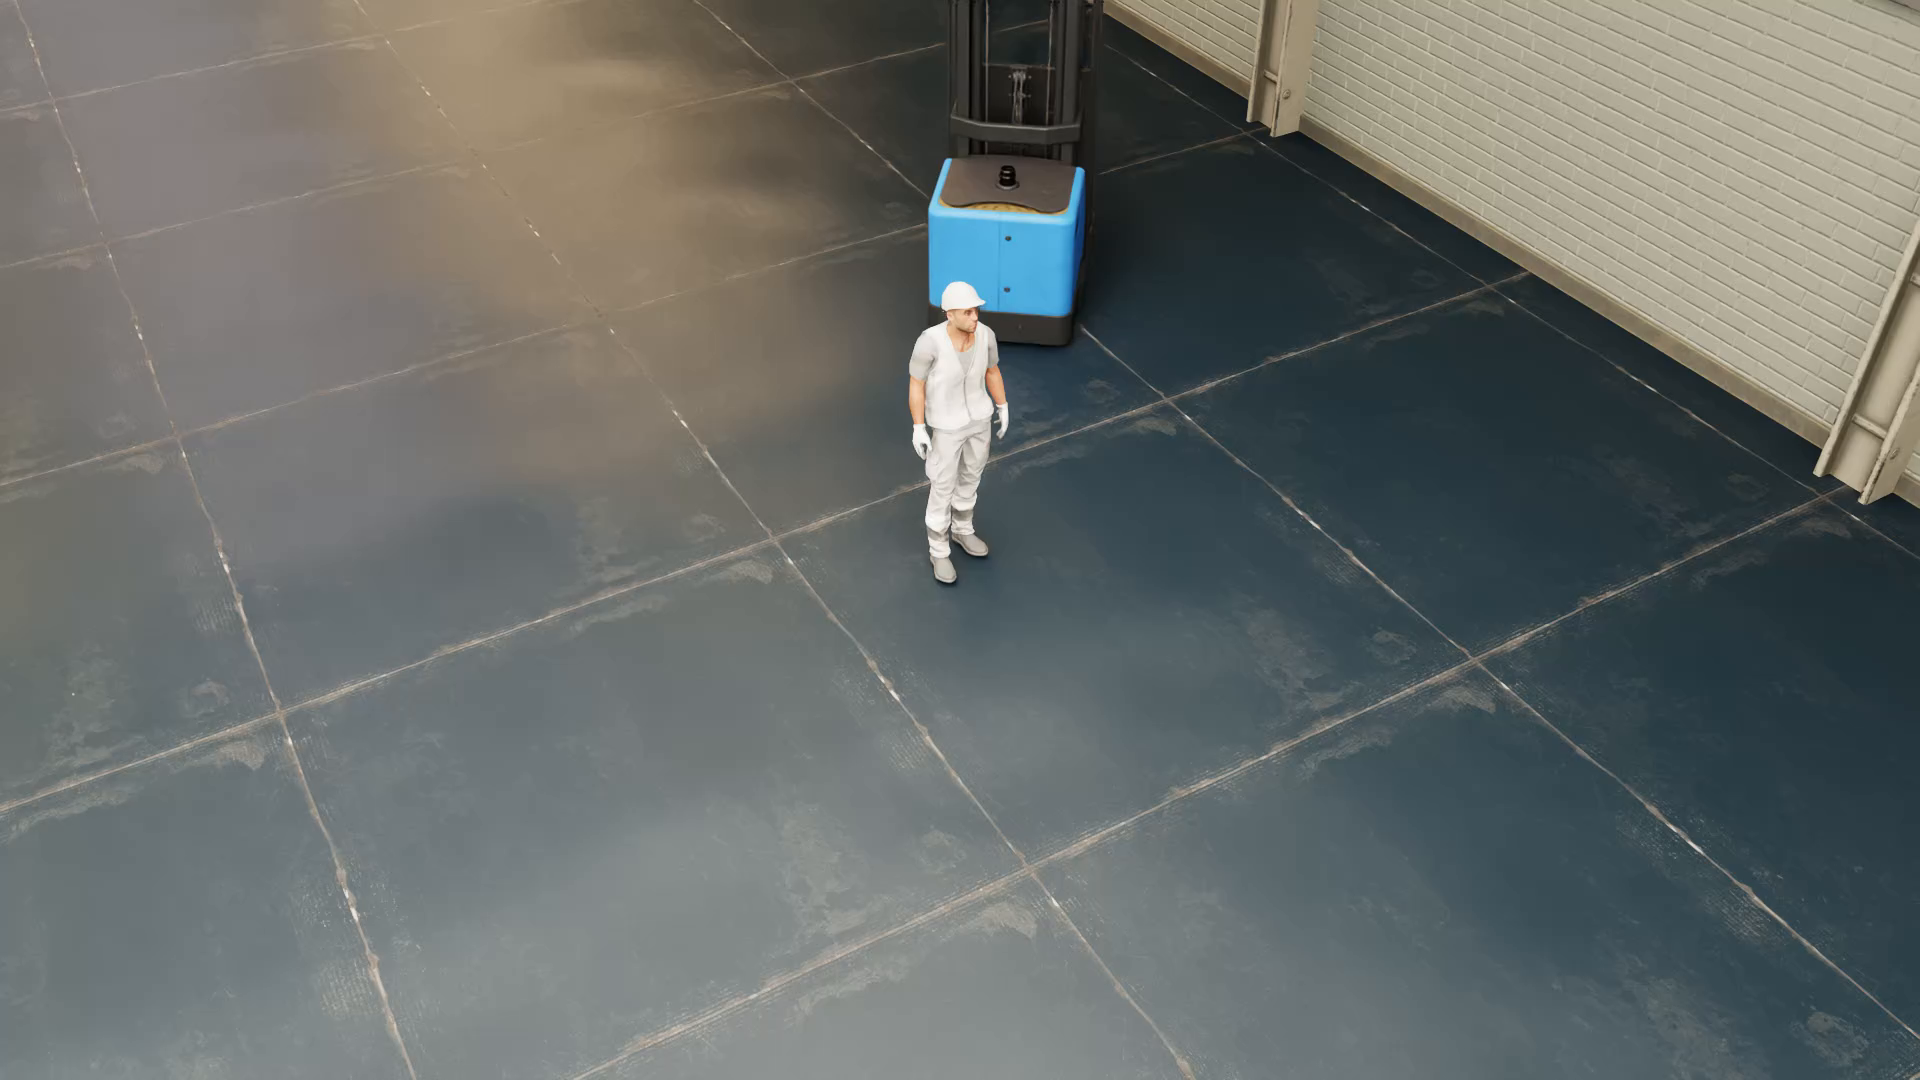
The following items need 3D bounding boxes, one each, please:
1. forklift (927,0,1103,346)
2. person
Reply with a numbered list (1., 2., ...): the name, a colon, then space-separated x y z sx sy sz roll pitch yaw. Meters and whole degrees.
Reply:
1. forklift: 0.493 -3.459 12.206 1.130 2.935 3.031 5 40 6
2. person: 0.030 -0.646 9.697 0.637 1.790 0.562 -20 44 -23
